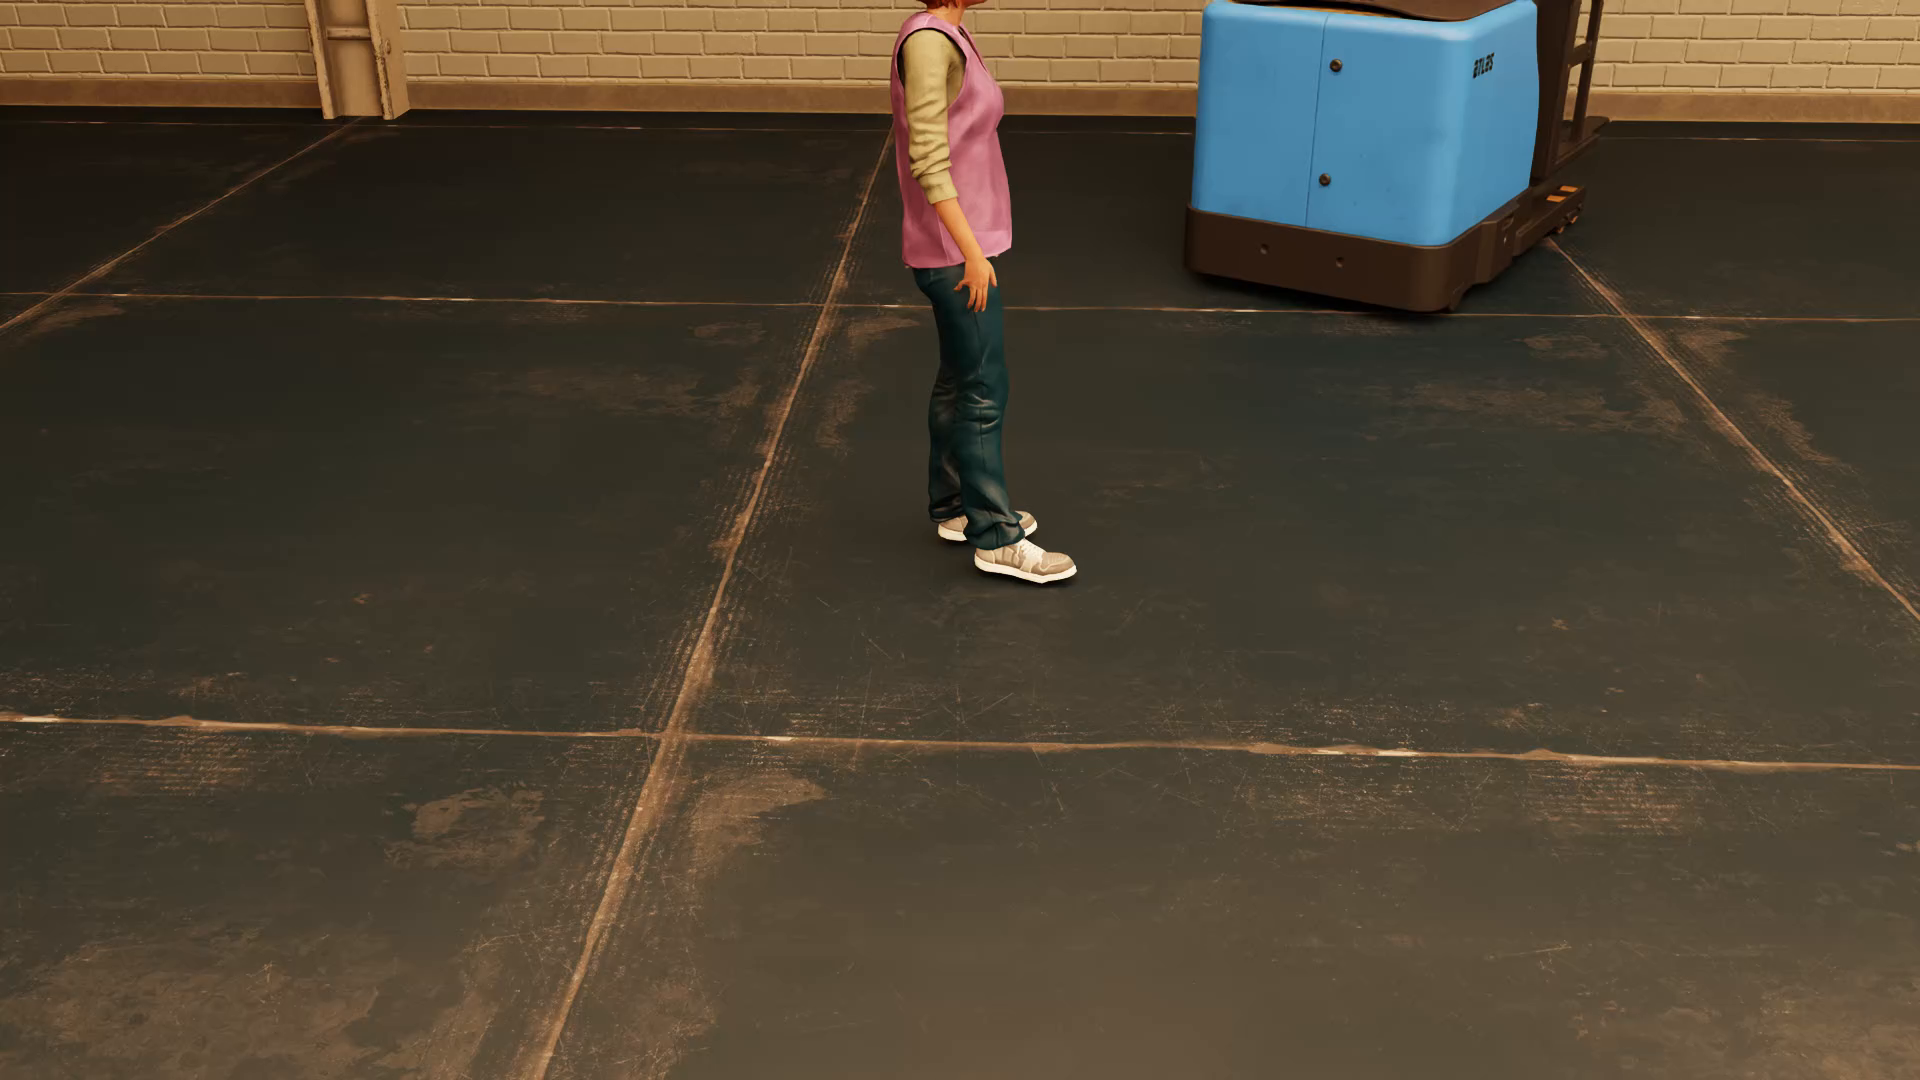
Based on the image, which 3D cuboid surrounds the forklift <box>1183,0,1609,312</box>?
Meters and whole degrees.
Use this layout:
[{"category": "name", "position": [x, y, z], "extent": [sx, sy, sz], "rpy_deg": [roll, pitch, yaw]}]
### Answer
[{"category": "forklift", "position": [2.114, -2.746, 6.776], "extent": [1.130, 2.935, 3.031], "rpy_deg": [16, 31, 30]}]

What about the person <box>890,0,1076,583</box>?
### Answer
[{"category": "person", "position": [0.074, -0.715, 4.150], "extent": [0.473, 1.599, 0.521], "rpy_deg": [1, 26, 2]}]
